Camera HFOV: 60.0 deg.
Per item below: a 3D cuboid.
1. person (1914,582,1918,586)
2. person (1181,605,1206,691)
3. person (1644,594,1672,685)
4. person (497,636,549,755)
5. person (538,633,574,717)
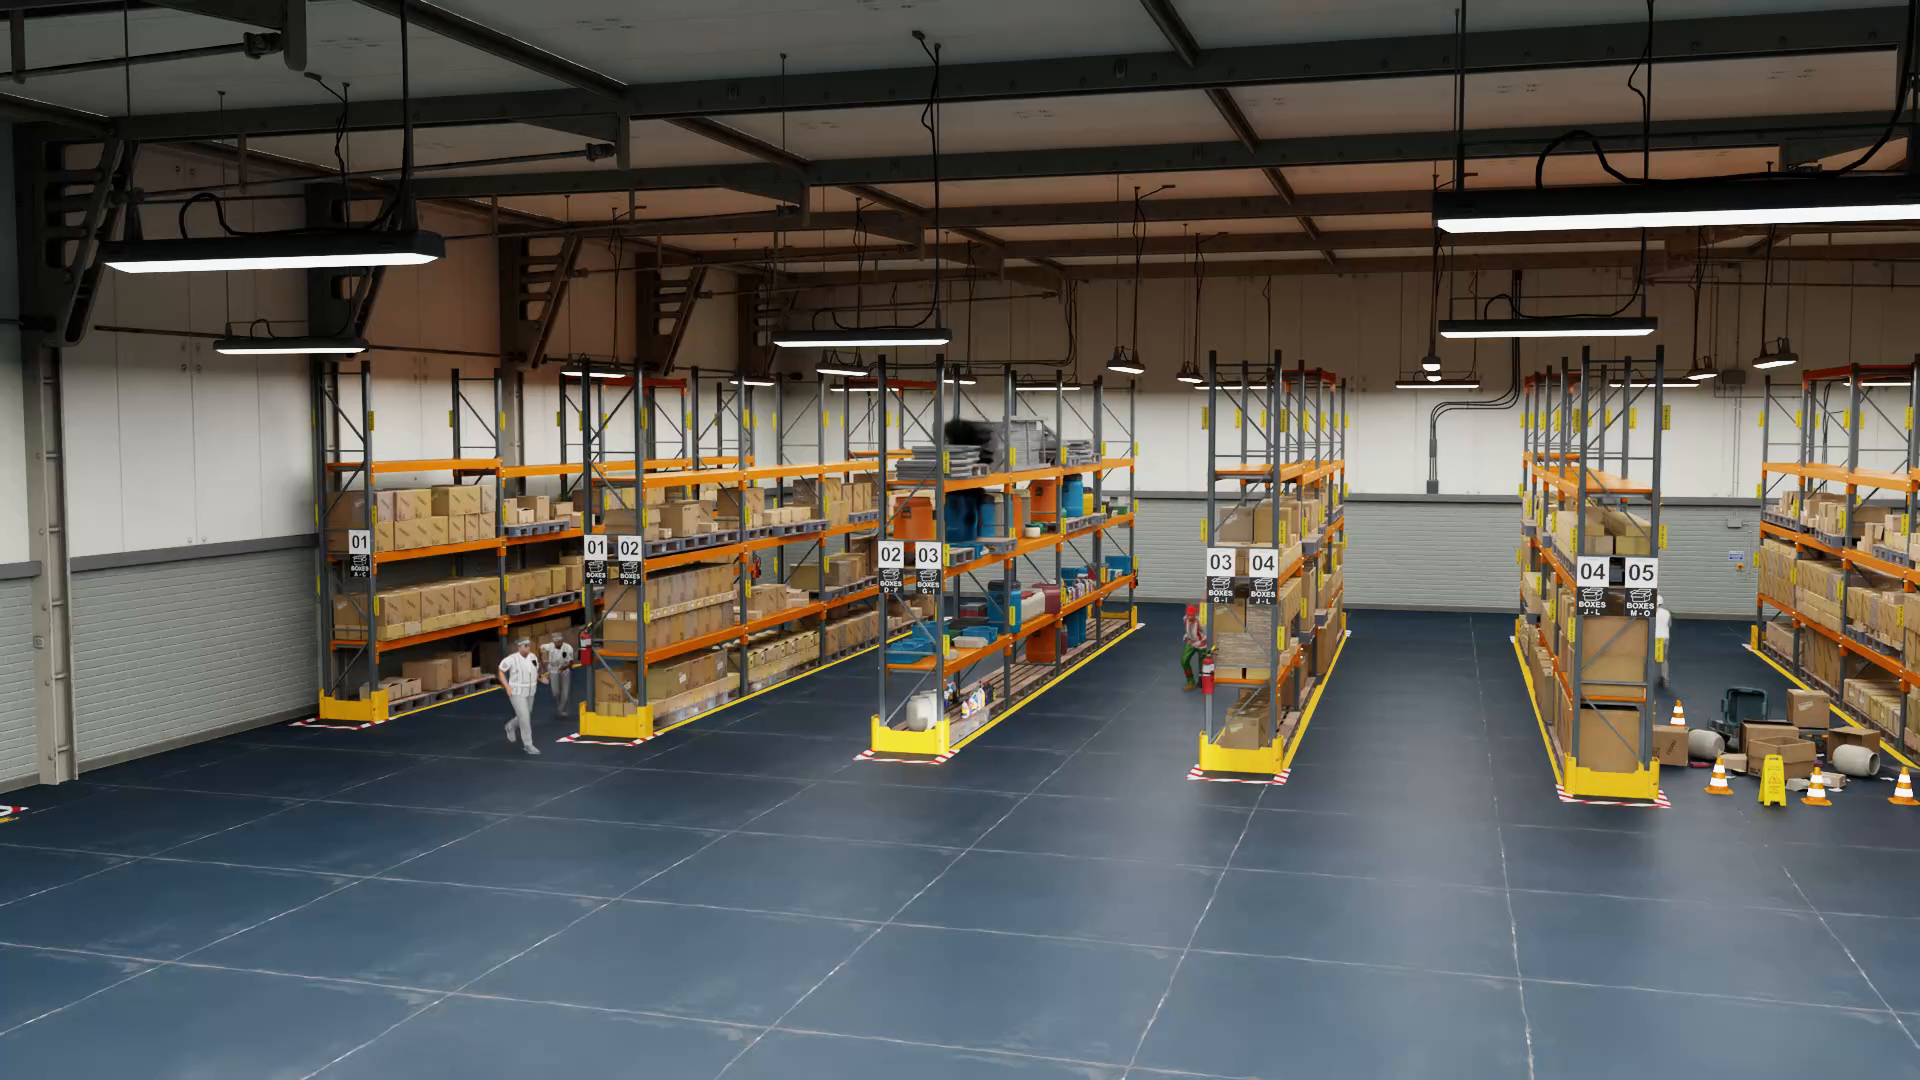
[{"bbox_3d":[19.959,1.679,34.581,0.698,1.718,0.817,-2,5,-25],"label":"person"},{"bbox_3d":[4.430,1.966,30.848,0.703,1.592,1.089,3,5,36],"label":"person"},{"bbox_3d":[13.219,1.898,31.568,0.644,1.717,0.959,0,4,5],"label":"person"},{"bbox_3d":[-6.694,2.327,25.265,0.952,1.778,0.644,3,5,37],"label":"person"},{"bbox_3d":[-6.774,2.266,27.915,0.610,1.496,0.817,0,4,-7],"label":"person"}]
